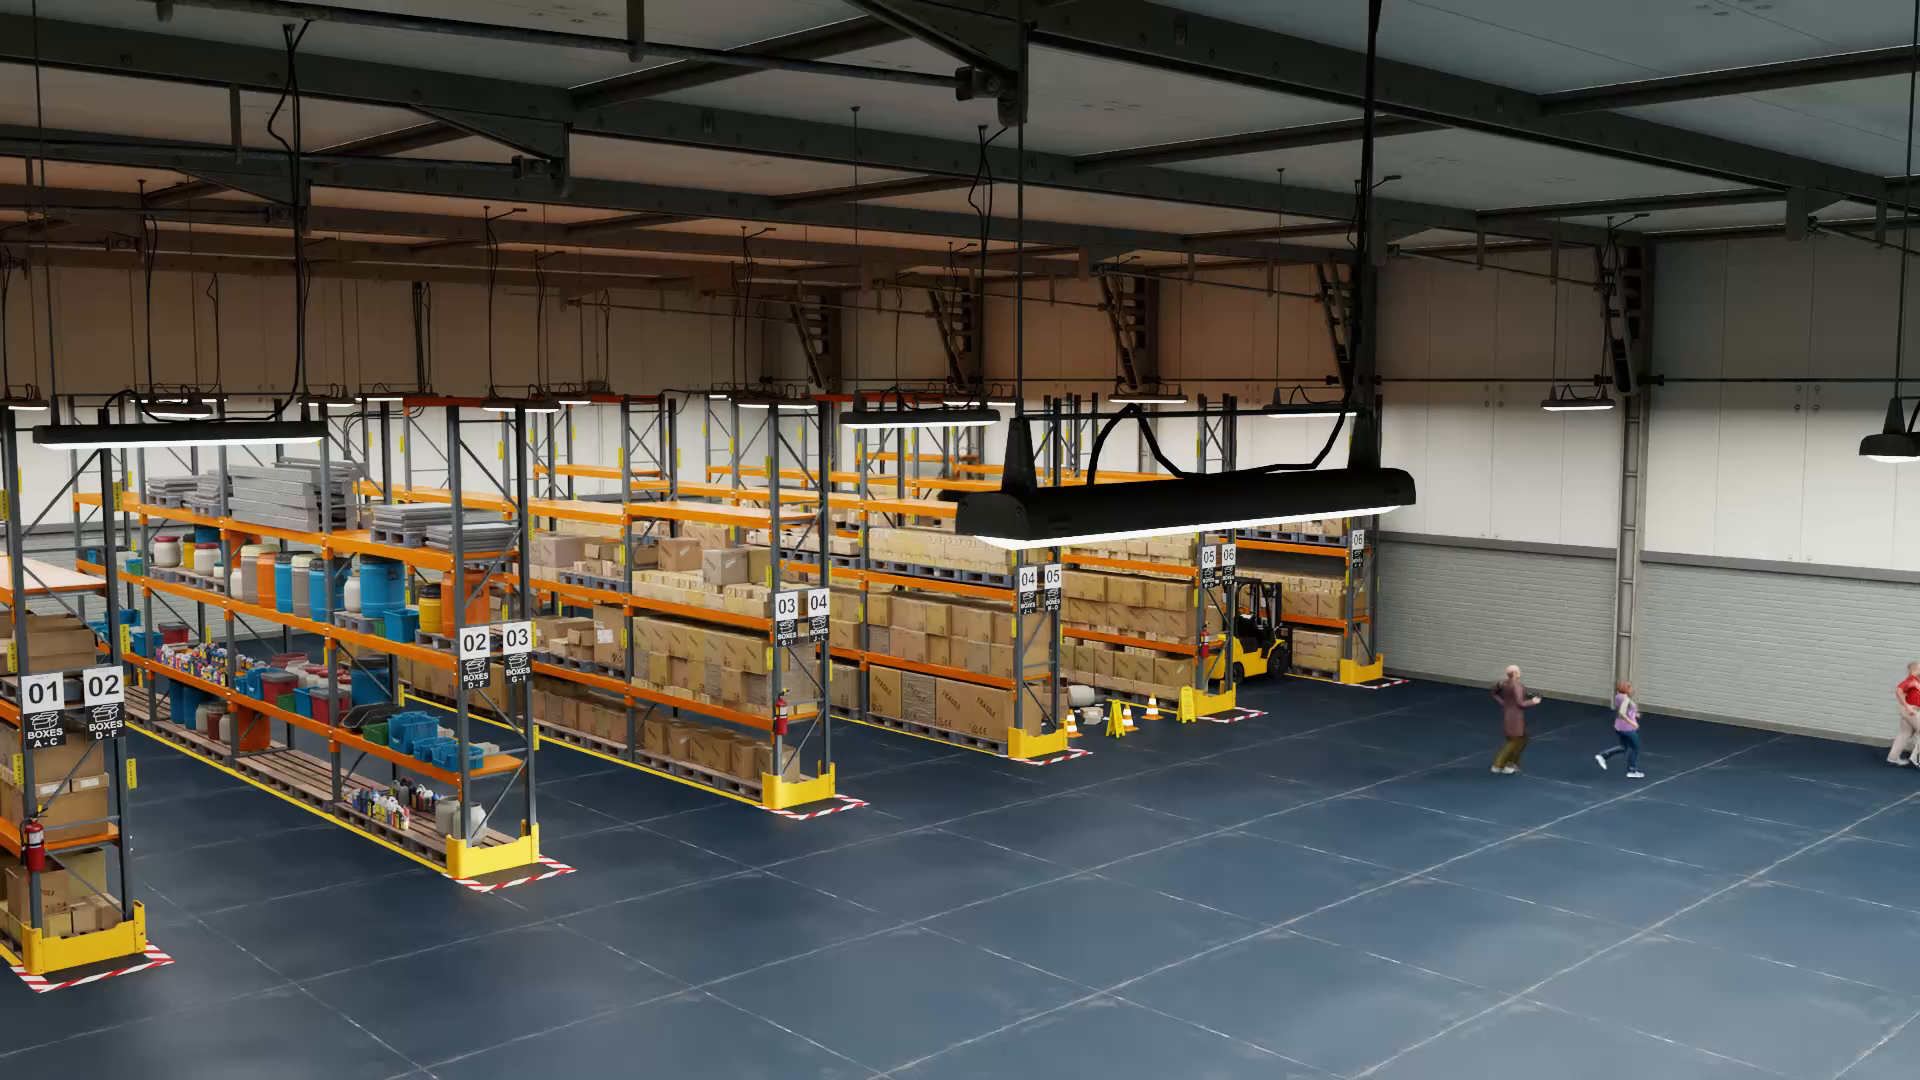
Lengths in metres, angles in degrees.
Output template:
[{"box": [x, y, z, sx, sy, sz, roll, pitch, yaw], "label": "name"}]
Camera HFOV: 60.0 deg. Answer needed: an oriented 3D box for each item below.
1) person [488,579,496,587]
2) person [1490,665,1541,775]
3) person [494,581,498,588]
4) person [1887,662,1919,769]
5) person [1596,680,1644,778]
[{"box": [-10.962, 1.737, 38.565, 0.737, 1.783, 0.907, -2, 6, -20], "label": "person"}, {"box": [8.871, 2.994, 26.575, 0.754, 1.606, 0.688, 0, 6, 0], "label": "person"}, {"box": [-11.071, 1.728, 39.187, 0.719, 1.644, 0.614, 1, 6, 11], "label": "person"}, {"box": [15.522, 2.871, 27.042, 0.699, 1.780, 0.645, 2, 6, 23], "label": "person"}, {"box": [10.523, 3.000, 26.415, 0.743, 1.561, 0.546, 0, 6, 2], "label": "person"}]
